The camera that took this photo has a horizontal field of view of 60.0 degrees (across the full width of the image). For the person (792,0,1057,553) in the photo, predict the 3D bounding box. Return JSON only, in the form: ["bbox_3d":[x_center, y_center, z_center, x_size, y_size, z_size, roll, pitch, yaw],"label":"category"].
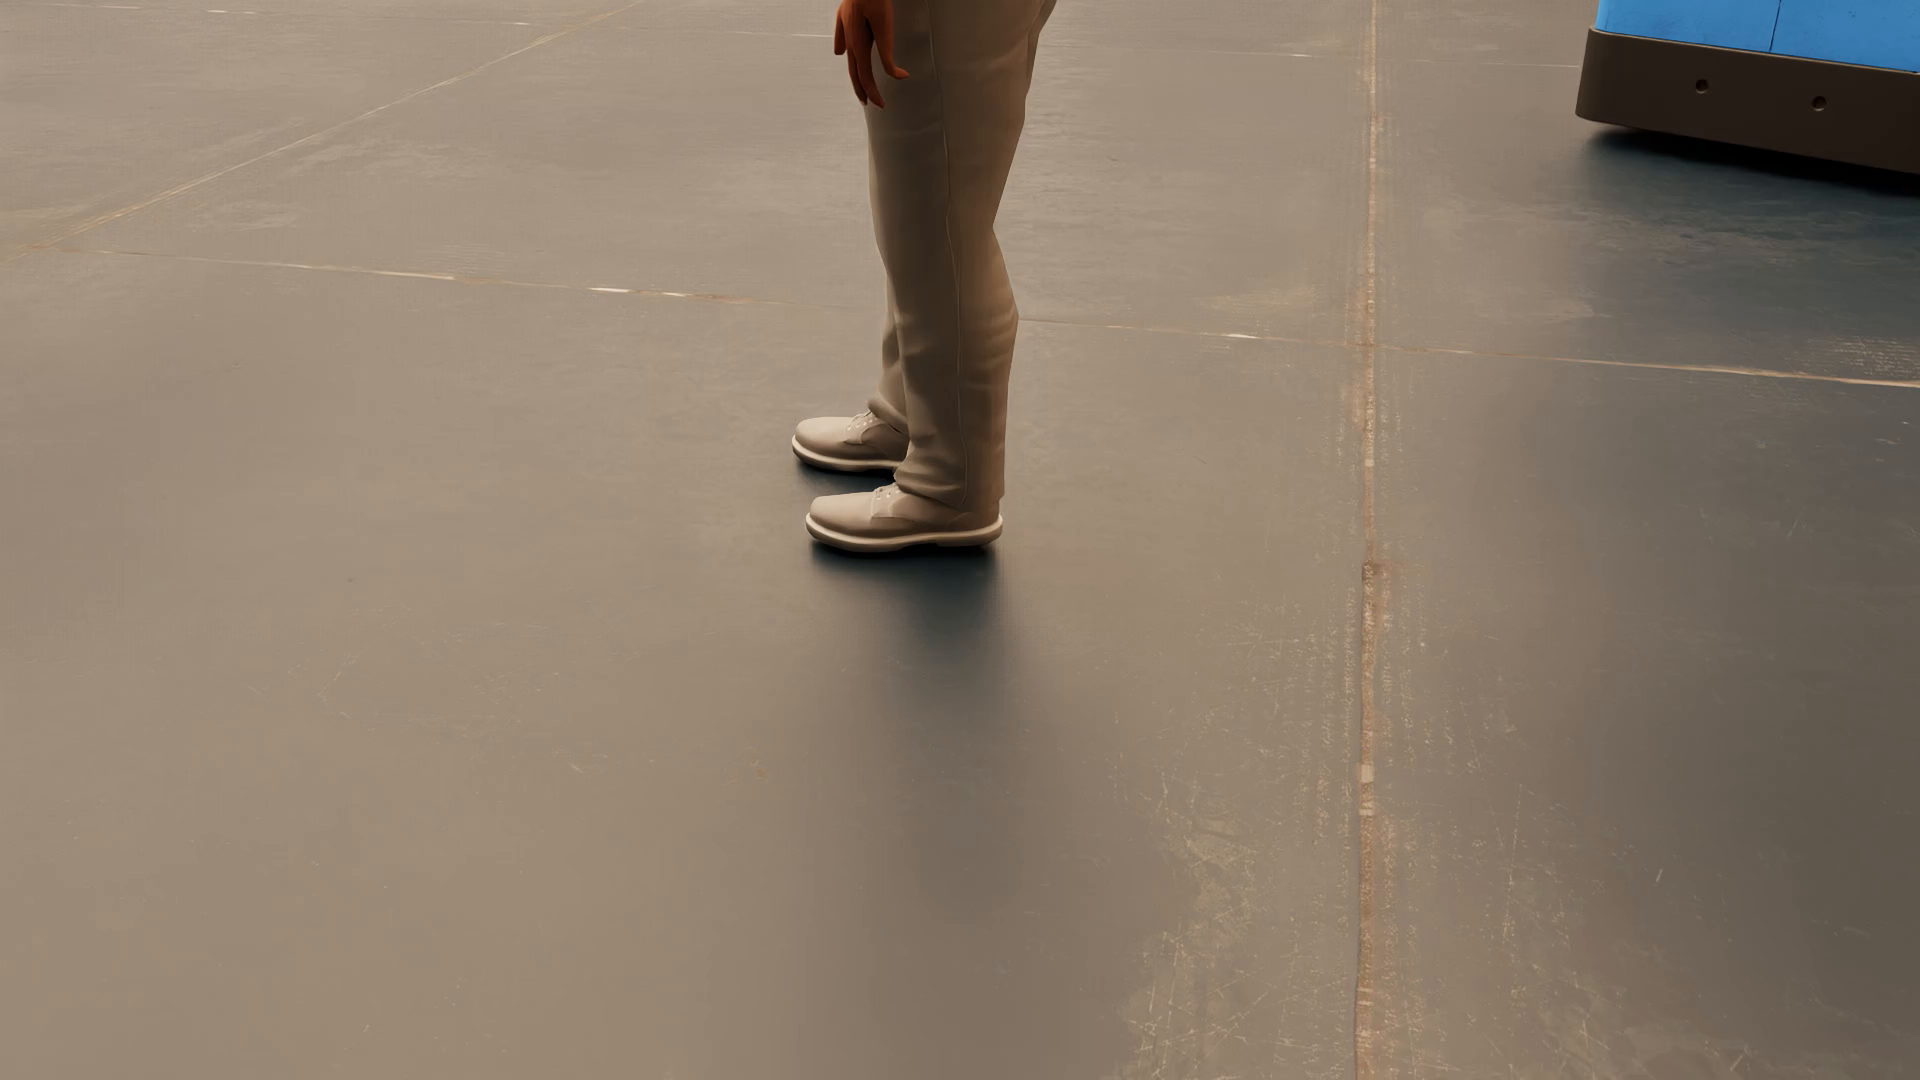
[{"bbox_3d":[-0.068,-0.779,2.147,0.530,1.695,0.569,6,27,11],"label":"person"}]

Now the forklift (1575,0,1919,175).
[{"bbox_3d":[3.145,-2.772,4.740,1.130,2.935,3.031,24,35,39],"label":"forklift"}]
